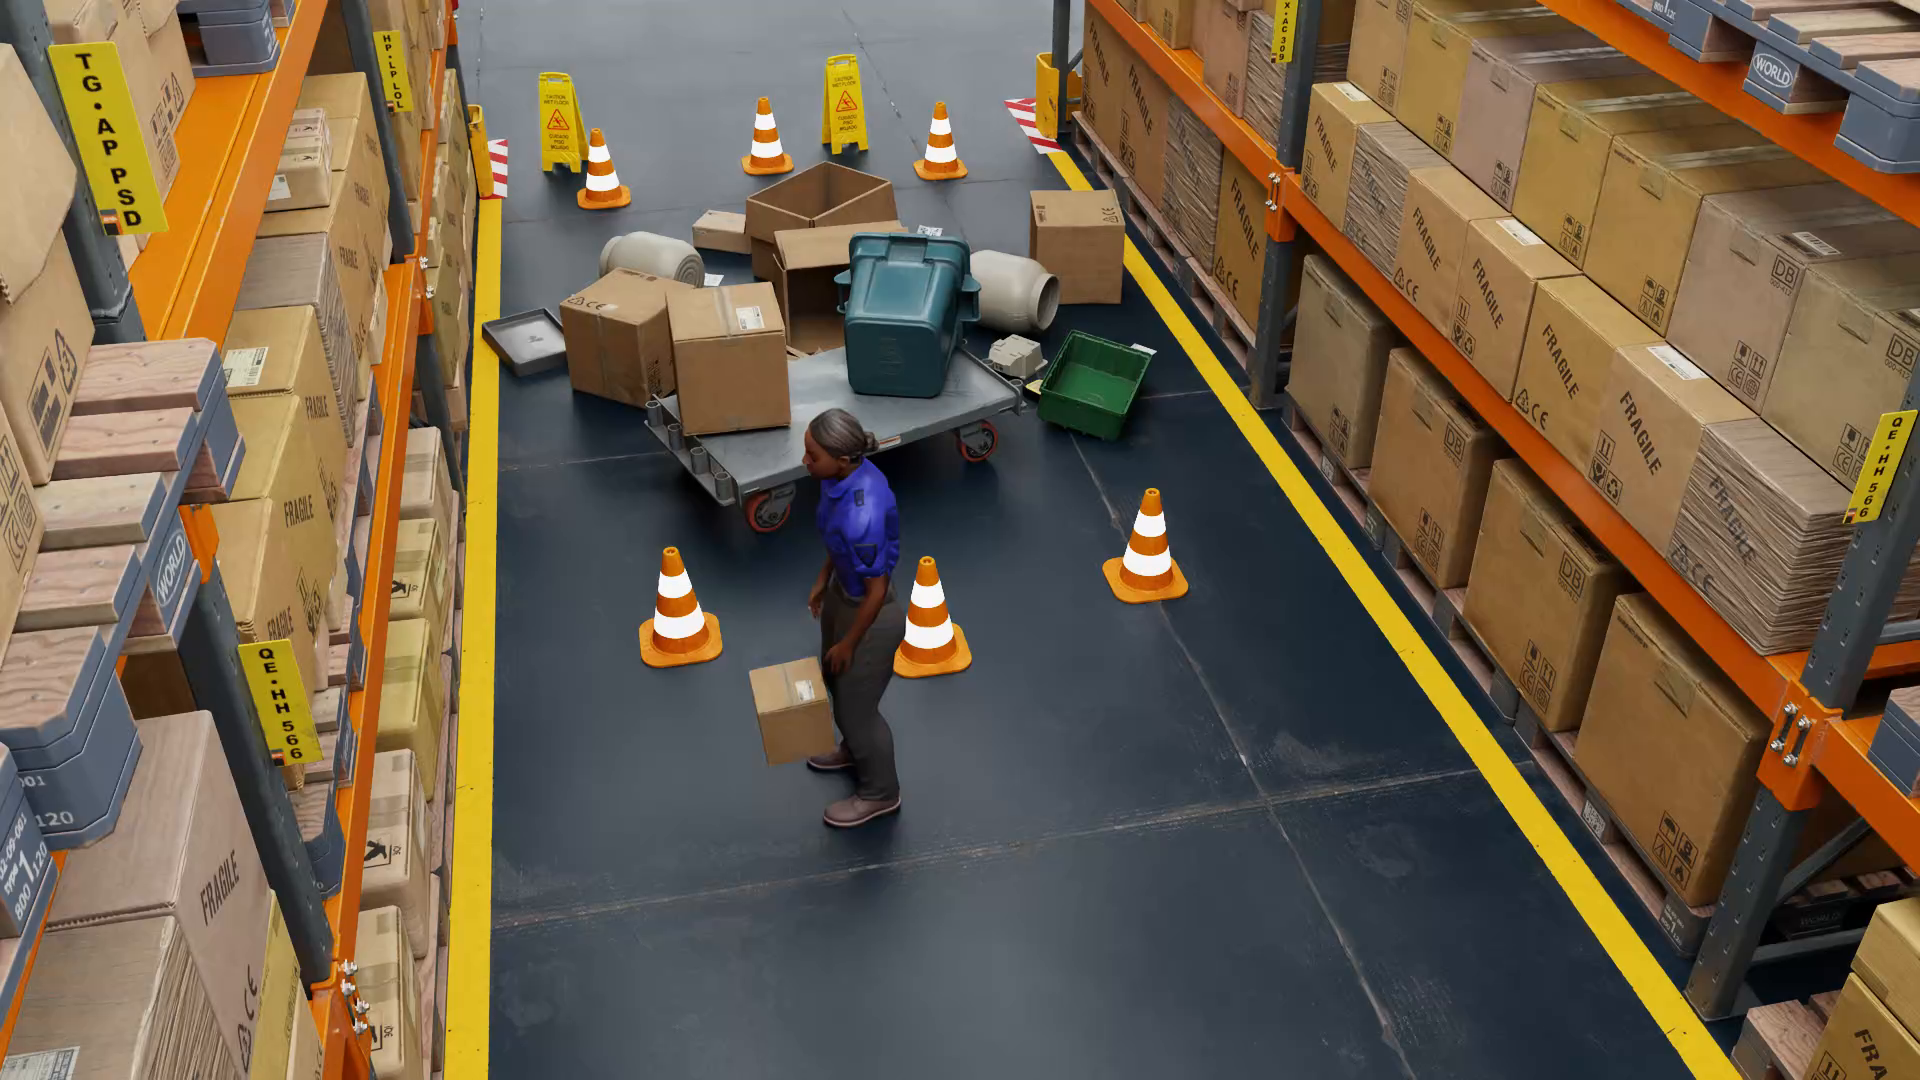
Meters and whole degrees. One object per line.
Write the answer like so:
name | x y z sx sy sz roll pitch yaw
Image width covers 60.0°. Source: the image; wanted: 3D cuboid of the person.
person | -0.372 0.256 5.777 0.345 1.654 0.495 -8 35 -12
